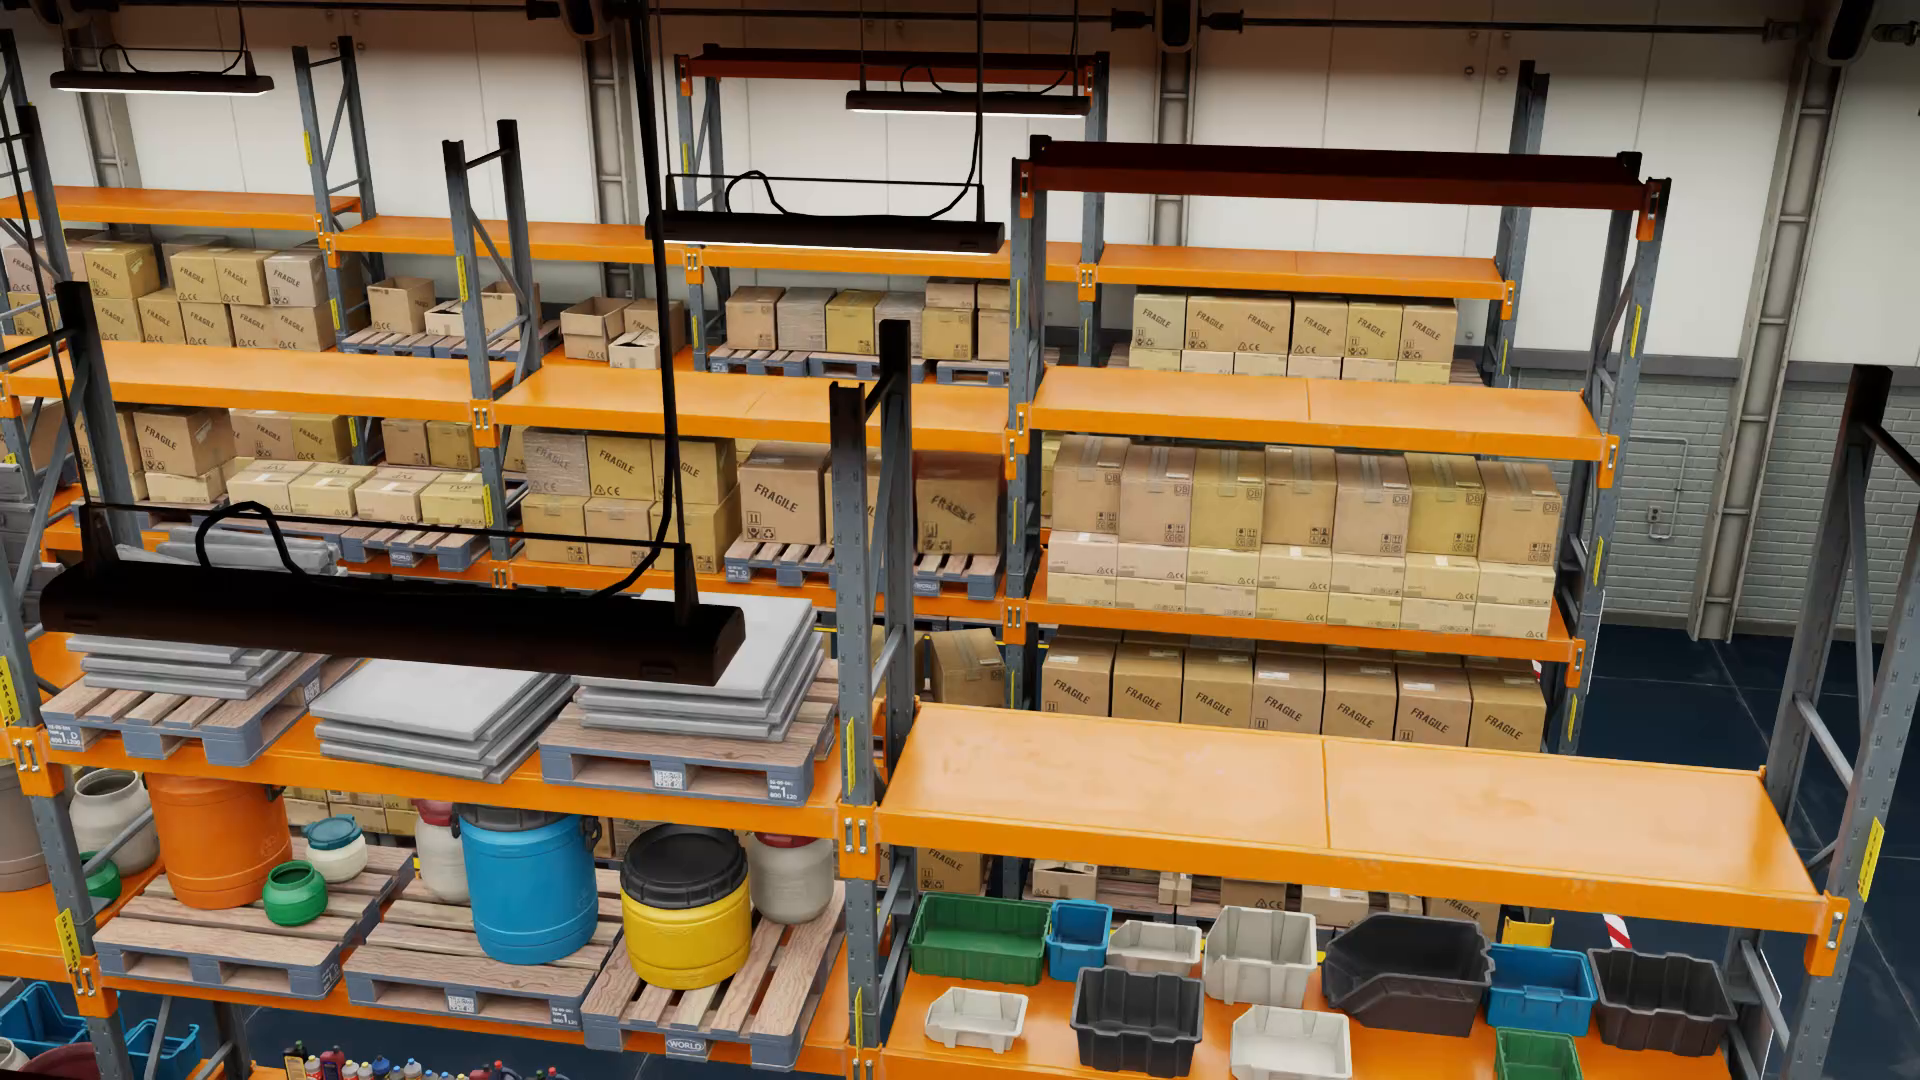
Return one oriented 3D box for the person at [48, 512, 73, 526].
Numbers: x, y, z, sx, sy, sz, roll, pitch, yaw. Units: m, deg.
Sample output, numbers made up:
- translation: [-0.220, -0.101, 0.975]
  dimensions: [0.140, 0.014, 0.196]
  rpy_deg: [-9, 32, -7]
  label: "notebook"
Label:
- translation: [-9.663, 0.086, 17.930]
  dimensions: [0.479, 1.714, 0.586]
  rpy_deg: [9, 25, 20]
  label: "person"
